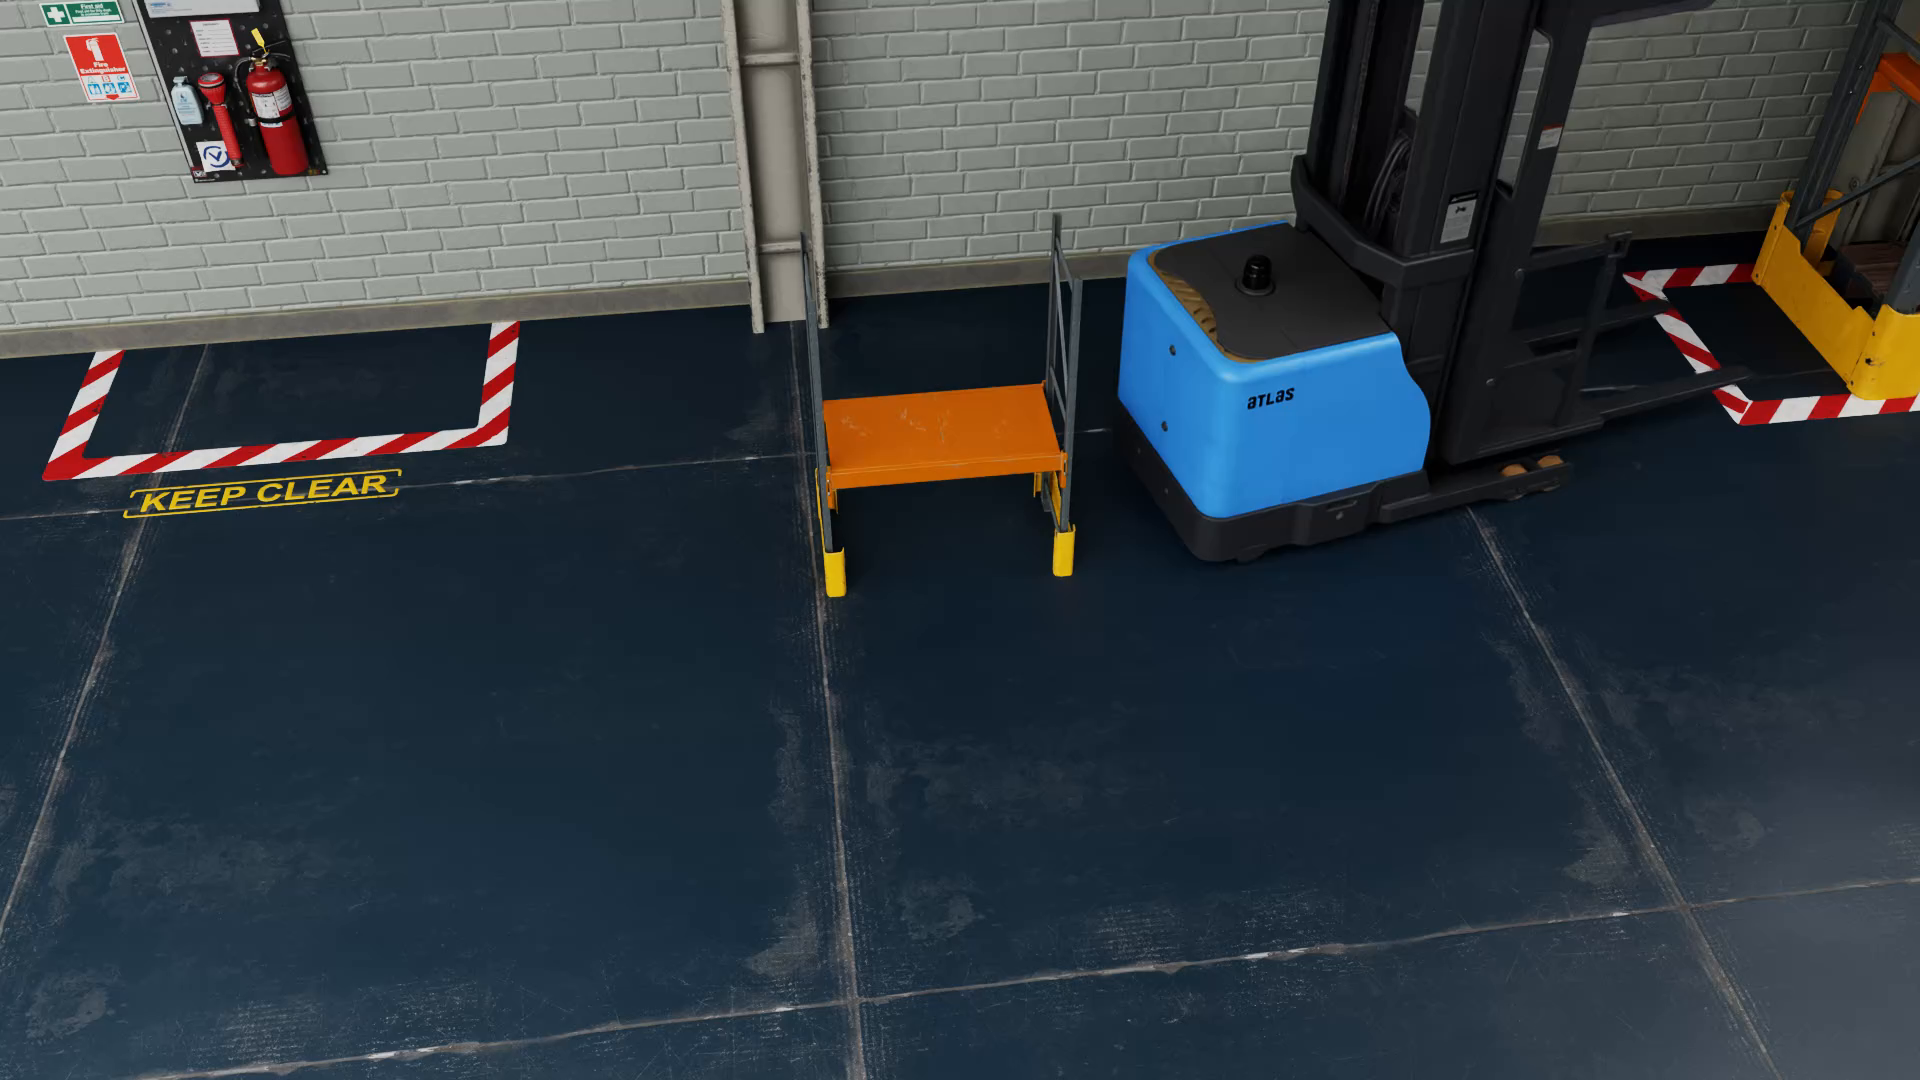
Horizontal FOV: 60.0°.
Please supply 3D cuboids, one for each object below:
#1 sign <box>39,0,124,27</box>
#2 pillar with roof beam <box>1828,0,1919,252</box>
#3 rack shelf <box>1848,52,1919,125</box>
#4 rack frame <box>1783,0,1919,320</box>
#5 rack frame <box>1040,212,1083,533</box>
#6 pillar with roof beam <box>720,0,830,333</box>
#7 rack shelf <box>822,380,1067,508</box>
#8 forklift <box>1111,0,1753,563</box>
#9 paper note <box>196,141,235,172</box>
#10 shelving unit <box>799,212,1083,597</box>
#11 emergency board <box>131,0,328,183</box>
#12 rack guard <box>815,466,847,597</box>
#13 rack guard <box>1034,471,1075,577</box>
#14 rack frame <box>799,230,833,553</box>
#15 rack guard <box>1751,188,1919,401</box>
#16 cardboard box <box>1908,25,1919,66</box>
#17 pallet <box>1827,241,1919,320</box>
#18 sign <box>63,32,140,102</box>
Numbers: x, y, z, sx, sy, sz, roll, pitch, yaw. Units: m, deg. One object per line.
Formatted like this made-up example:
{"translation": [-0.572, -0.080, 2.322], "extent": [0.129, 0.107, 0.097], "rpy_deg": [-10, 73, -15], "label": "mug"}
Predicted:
{"translation": [-3.910, -2.346, 7.404], "extent": [0.331, 0.109, 0.001], "rpy_deg": [-5, 42, -6], "label": "sign"}
{"translation": [5.609, -2.200, 3.185], "extent": [0.400, 9.000, 9.100], "rpy_deg": [-5, 42, -6], "label": "pillar with roof beam"}
{"translation": [6.452, -2.102, 8.094], "extent": [4.000, 0.370, 1.077], "rpy_deg": [-5, 42, -6], "label": "rack shelf"}
{"translation": [4.469, -2.196, 7.660], "extent": [0.127, 3.000, 1.000], "rpy_deg": [-5, 42, -6], "label": "rack frame"}
{"translation": [0.419, -0.594, 7.004], "extent": [0.032, 1.500, 0.500], "rpy_deg": [-5, 42, -6], "label": "rack frame"}
{"translation": [-0.340, -1.679, 2.608], "extent": [0.400, 9.000, 9.100], "rpy_deg": [-5, 42, -6], "label": "pillar with roof beam"}
{"translation": [-0.085, -0.416, 7.075], "extent": [1.000, 0.185, 0.538], "rpy_deg": [-5, 42, -6], "label": "rack shelf"}
{"translation": [2.294, -1.592, 7.042], "extent": [3.031, 2.935, 1.130], "rpy_deg": [-14, 44, -15], "label": "forklift"}
{"translation": [-3.538, -1.824, 7.906], "extent": [0.142, 0.148, 0.016], "rpy_deg": [-5, 42, -6], "label": "paper note"}
{"translation": [-0.076, -0.550, 6.955], "extent": [1.083, 1.500, 0.587], "rpy_deg": [-5, 42, -6], "label": "shelving unit"}
{"translation": [-3.354, -2.121, 7.577], "extent": [0.643, 1.169, 0.194], "rpy_deg": [-5, 42, -6], "label": "emergency board"}
{"translation": [-0.569, -0.043, 7.326], "extent": [0.087, 0.250, 0.587], "rpy_deg": [-5, 42, -6], "label": "rack guard"}
{"translation": [0.418, -0.129, 7.422], "extent": [0.087, 0.250, 0.587], "rpy_deg": [-5, 42, -6], "label": "rack guard"}
{"translation": [-0.589, -0.505, 6.906], "extent": [0.032, 1.500, 0.500], "rpy_deg": [-5, 42, -6], "label": "rack frame"}
{"translation": [4.544, -1.274, 8.505], "extent": [0.348, 0.500, 1.175], "rpy_deg": [-5, 42, -6], "label": "rack guard"}
{"translation": [4.907, -2.317, 7.891], "extent": [0.500, 0.250, 0.500], "rpy_deg": [-4, 42, -5], "label": "cardboard box"}
{"translation": [5.355, -1.214, 8.654], "extent": [1.213, 0.211, 1.003], "rpy_deg": [-5, 42, -6], "label": "pallet"}
{"translation": [-3.915, -2.155, 7.588], "extent": [0.234, 0.329, 0.001], "rpy_deg": [-5, 42, -6], "label": "sign"}
